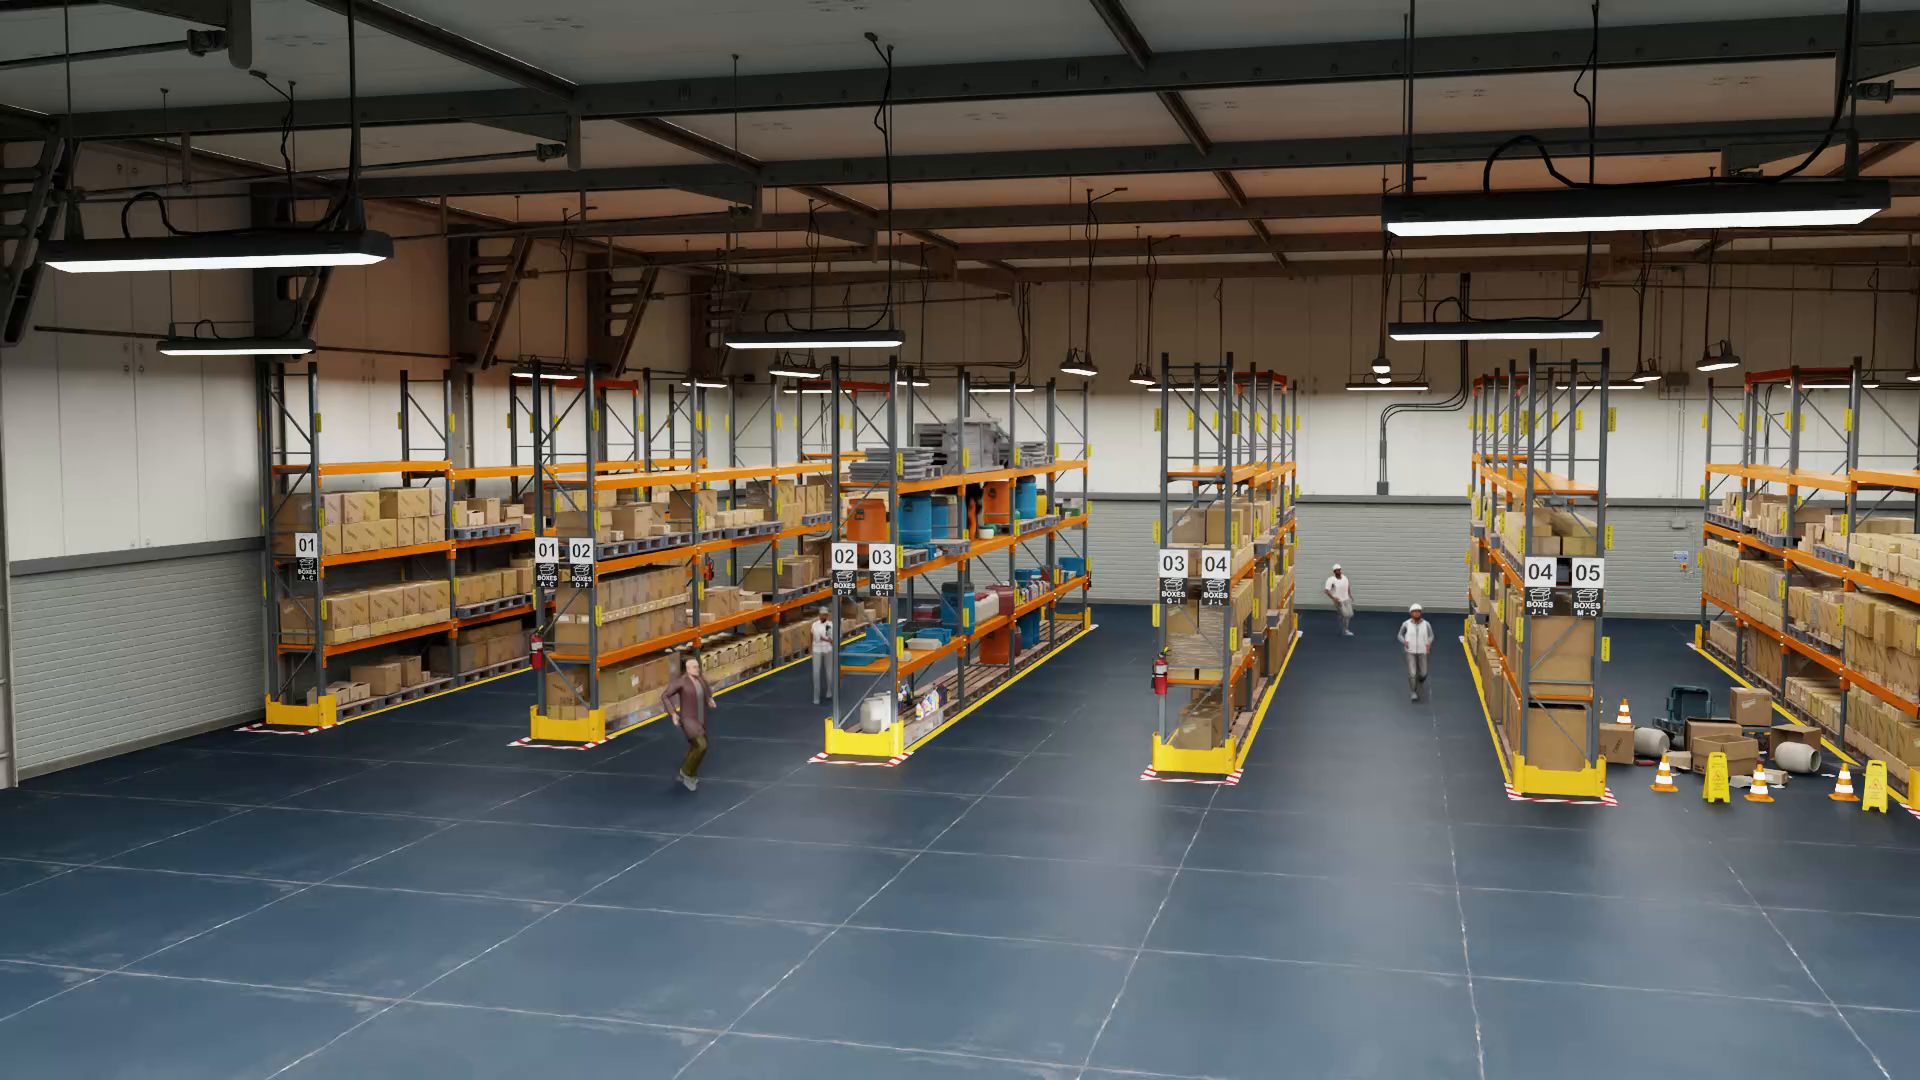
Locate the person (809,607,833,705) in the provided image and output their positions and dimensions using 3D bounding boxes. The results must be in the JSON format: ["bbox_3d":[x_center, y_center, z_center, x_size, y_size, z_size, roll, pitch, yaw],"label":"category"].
[{"bbox_3d":[-2.453,2.057,29.845,0.549,1.755,0.781,0,4,4],"label":"person"}]

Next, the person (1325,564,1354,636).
[{"bbox_3d":[8.930,1.412,39.065,0.737,1.690,0.540,-2,4,-23],"label":"person"}]

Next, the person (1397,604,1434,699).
[{"bbox_3d":[8.260,2.021,30.109,0.655,1.721,0.592,1,4,8],"label":"person"}]

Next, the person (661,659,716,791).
[{"bbox_3d":[-3.629,2.524,22.715,0.761,1.788,0.677,3,5,35],"label":"person"}]
